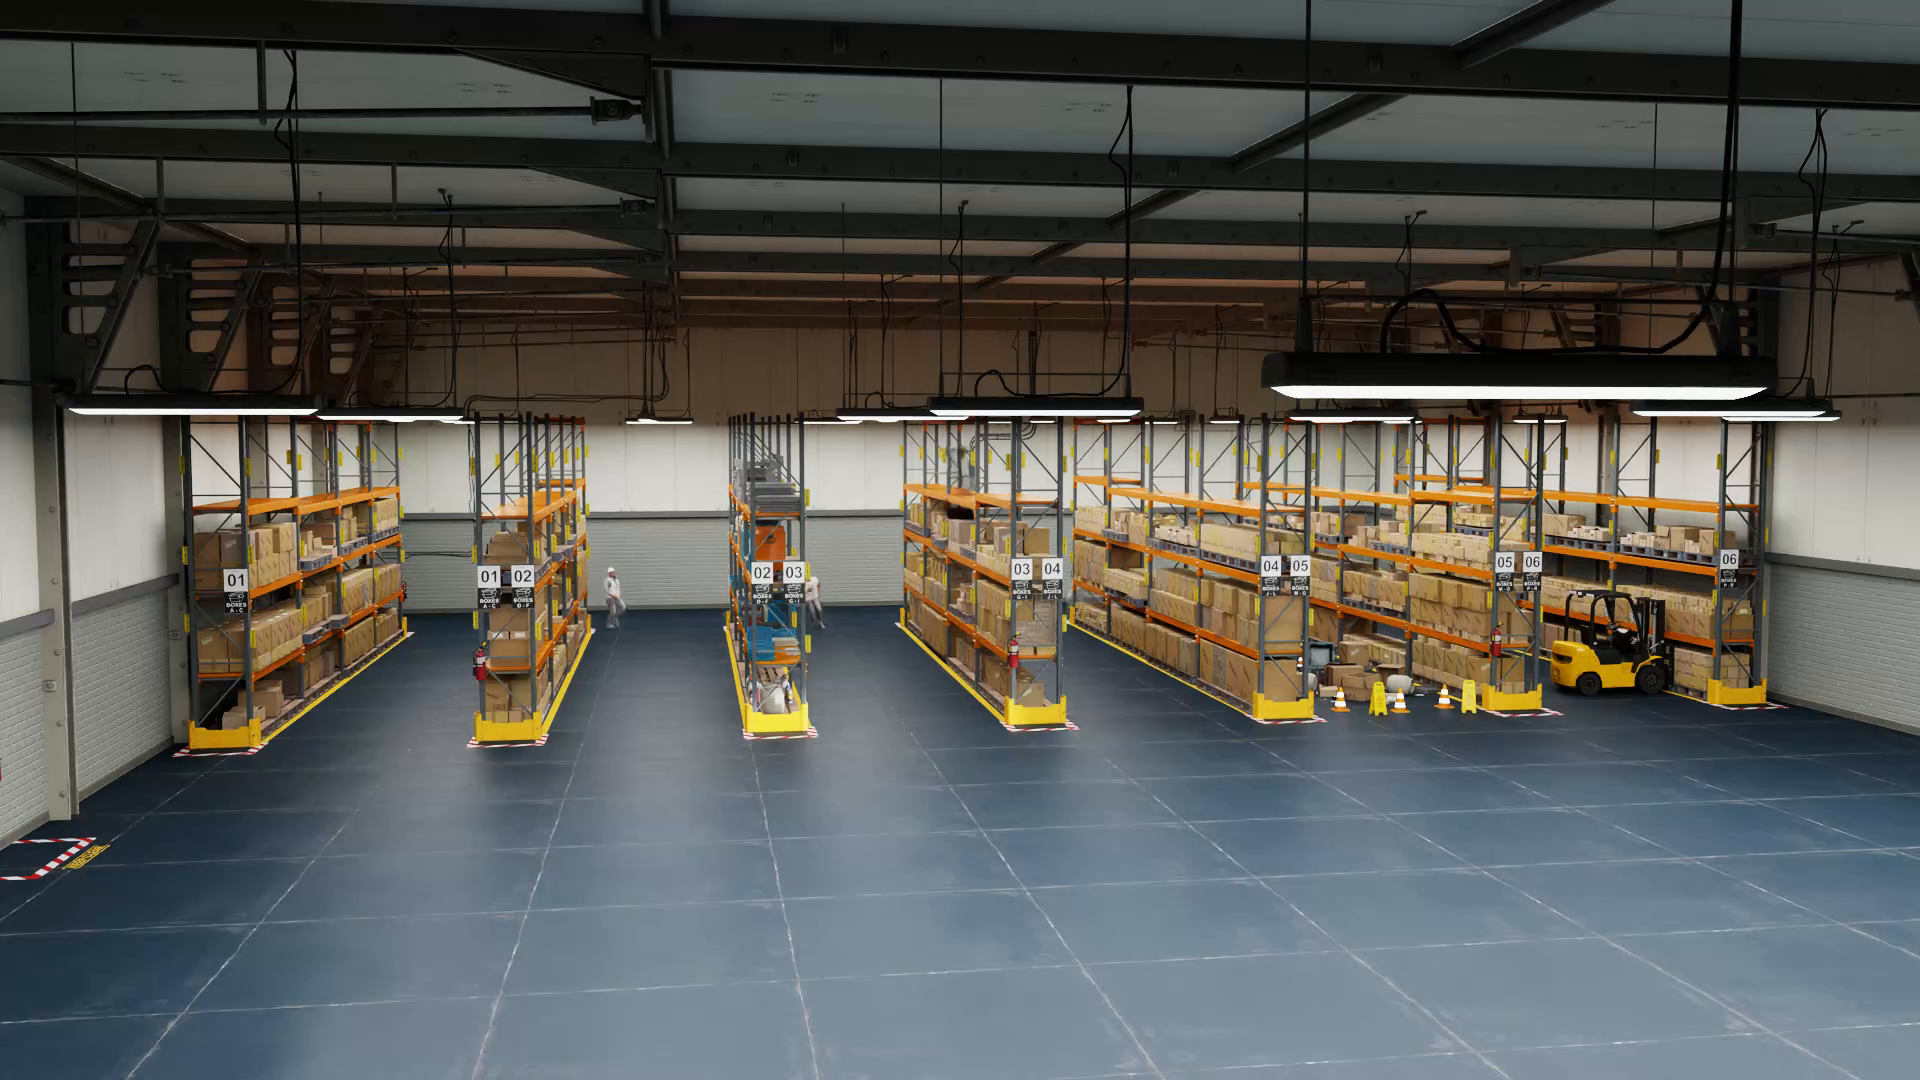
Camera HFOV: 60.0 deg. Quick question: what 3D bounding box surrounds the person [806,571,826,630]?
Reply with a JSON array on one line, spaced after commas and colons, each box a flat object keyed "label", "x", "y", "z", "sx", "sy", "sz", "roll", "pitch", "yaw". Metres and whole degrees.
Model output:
[{"label": "person", "x": -4.223, "y": 1.670, "z": 47.081, "sx": 0.778, "sy": 1.758, "sz": 0.679, "roll": -1, "pitch": 4, "yaw": -20}]

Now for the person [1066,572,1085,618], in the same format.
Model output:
[{"label": "person", "x": 3.563, "y": 1.490, "z": 49.831, "sx": 0.749, "sy": 1.837, "sz": 0.647, "roll": -3, "pitch": 5, "yaw": -33}]

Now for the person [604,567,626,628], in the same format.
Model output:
[{"label": "person", "x": -9.821, "y": 1.636, "z": 47.235, "sx": 0.604, "sy": 1.736, "sz": 0.681, "roll": 2, "pitch": 4, "yaw": 25}]
